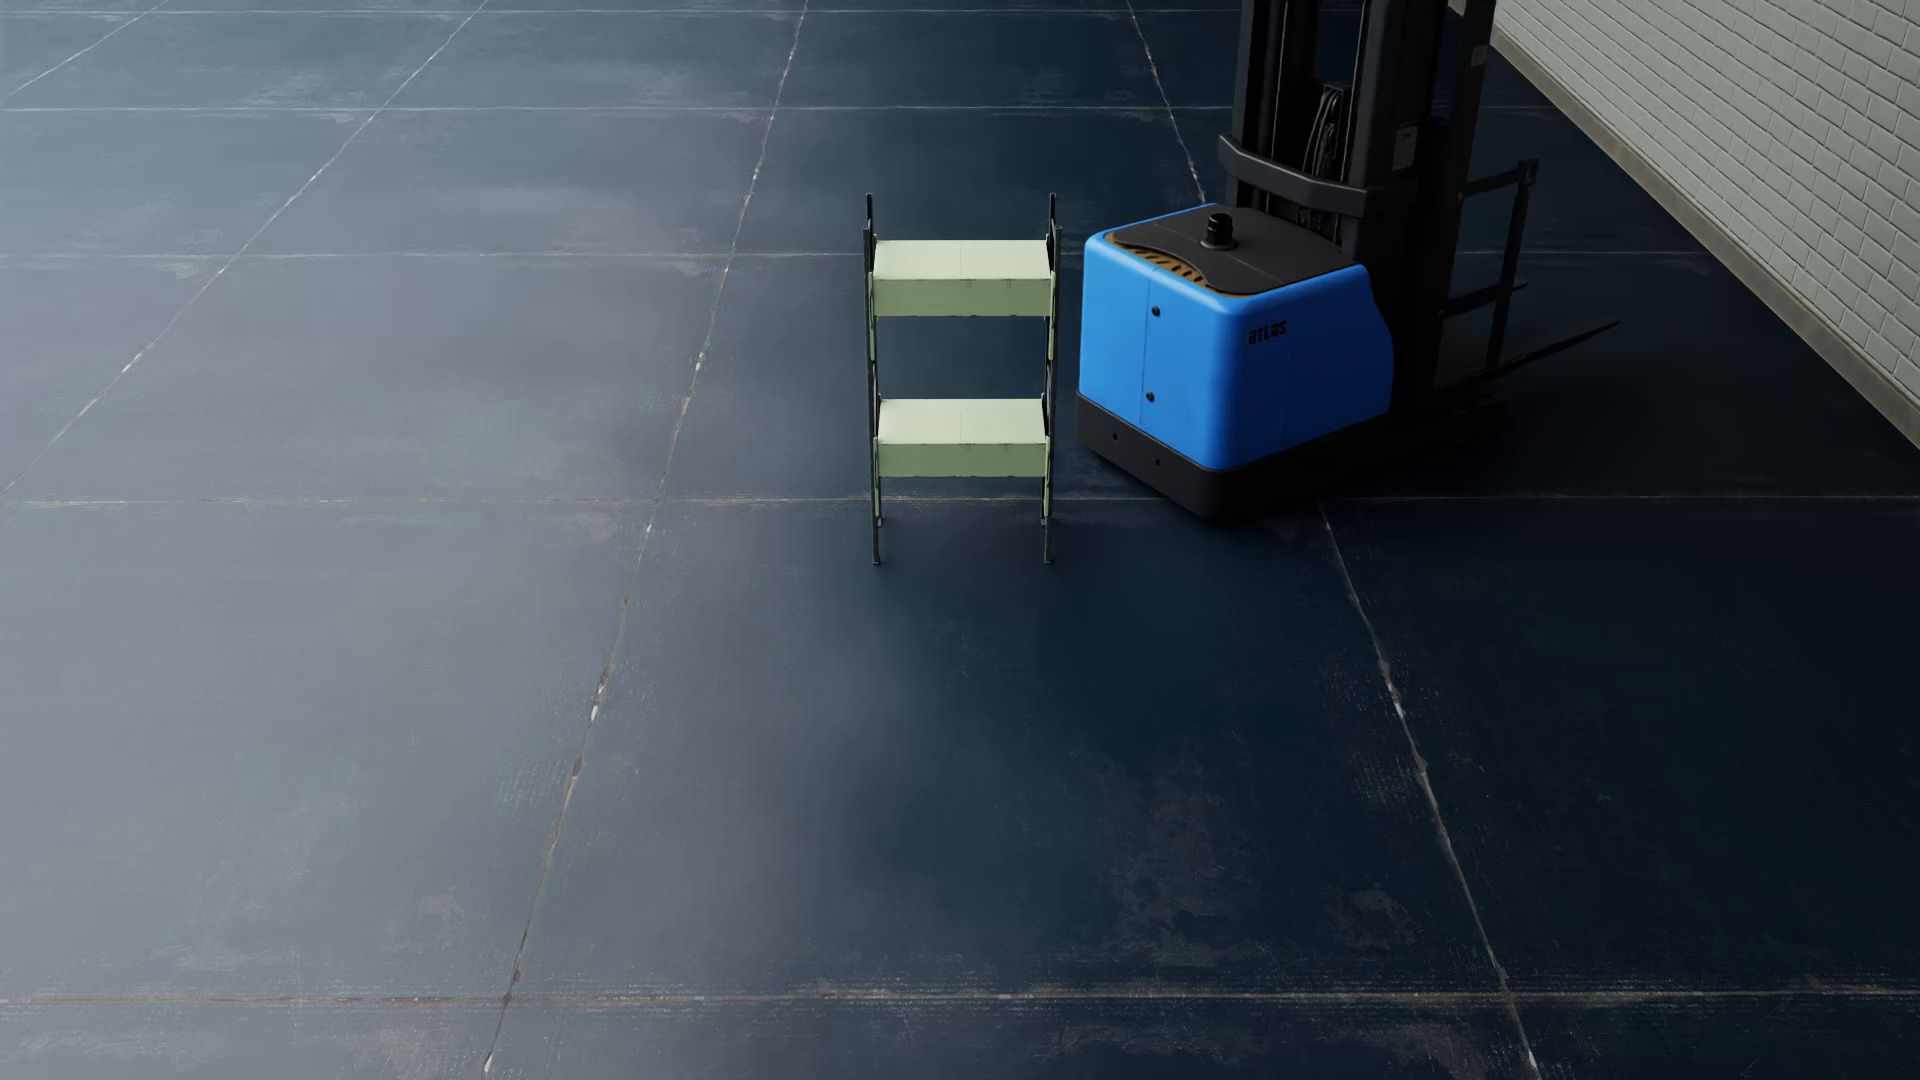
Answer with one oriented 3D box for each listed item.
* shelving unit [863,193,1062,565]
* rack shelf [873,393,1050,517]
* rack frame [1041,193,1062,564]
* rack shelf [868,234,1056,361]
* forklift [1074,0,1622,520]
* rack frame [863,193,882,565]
[{"bbox_3d":[0.007,-0.641,6.861,0.755,1.500,0.431,0,31,0],"label":"shelving unit"},{"bbox_3d":[0.007,-0.363,7.030,0.720,0.370,0.431,0,31,0],"label":"rack shelf"},{"bbox_3d":[0.373,-0.642,6.863,0.023,1.500,0.400,0,31,0],"label":"rack frame"},{"bbox_3d":[0.007,-0.975,6.659,0.720,0.370,0.431,0,31,0],"label":"rack shelf"},{"bbox_3d":[2.047,-1.925,7.598,3.031,2.935,1.130,-20,36,-29],"label":"forklift"},{"bbox_3d":[-0.359,-0.640,6.859,0.023,1.500,0.400,0,31,0],"label":"rack frame"}]
